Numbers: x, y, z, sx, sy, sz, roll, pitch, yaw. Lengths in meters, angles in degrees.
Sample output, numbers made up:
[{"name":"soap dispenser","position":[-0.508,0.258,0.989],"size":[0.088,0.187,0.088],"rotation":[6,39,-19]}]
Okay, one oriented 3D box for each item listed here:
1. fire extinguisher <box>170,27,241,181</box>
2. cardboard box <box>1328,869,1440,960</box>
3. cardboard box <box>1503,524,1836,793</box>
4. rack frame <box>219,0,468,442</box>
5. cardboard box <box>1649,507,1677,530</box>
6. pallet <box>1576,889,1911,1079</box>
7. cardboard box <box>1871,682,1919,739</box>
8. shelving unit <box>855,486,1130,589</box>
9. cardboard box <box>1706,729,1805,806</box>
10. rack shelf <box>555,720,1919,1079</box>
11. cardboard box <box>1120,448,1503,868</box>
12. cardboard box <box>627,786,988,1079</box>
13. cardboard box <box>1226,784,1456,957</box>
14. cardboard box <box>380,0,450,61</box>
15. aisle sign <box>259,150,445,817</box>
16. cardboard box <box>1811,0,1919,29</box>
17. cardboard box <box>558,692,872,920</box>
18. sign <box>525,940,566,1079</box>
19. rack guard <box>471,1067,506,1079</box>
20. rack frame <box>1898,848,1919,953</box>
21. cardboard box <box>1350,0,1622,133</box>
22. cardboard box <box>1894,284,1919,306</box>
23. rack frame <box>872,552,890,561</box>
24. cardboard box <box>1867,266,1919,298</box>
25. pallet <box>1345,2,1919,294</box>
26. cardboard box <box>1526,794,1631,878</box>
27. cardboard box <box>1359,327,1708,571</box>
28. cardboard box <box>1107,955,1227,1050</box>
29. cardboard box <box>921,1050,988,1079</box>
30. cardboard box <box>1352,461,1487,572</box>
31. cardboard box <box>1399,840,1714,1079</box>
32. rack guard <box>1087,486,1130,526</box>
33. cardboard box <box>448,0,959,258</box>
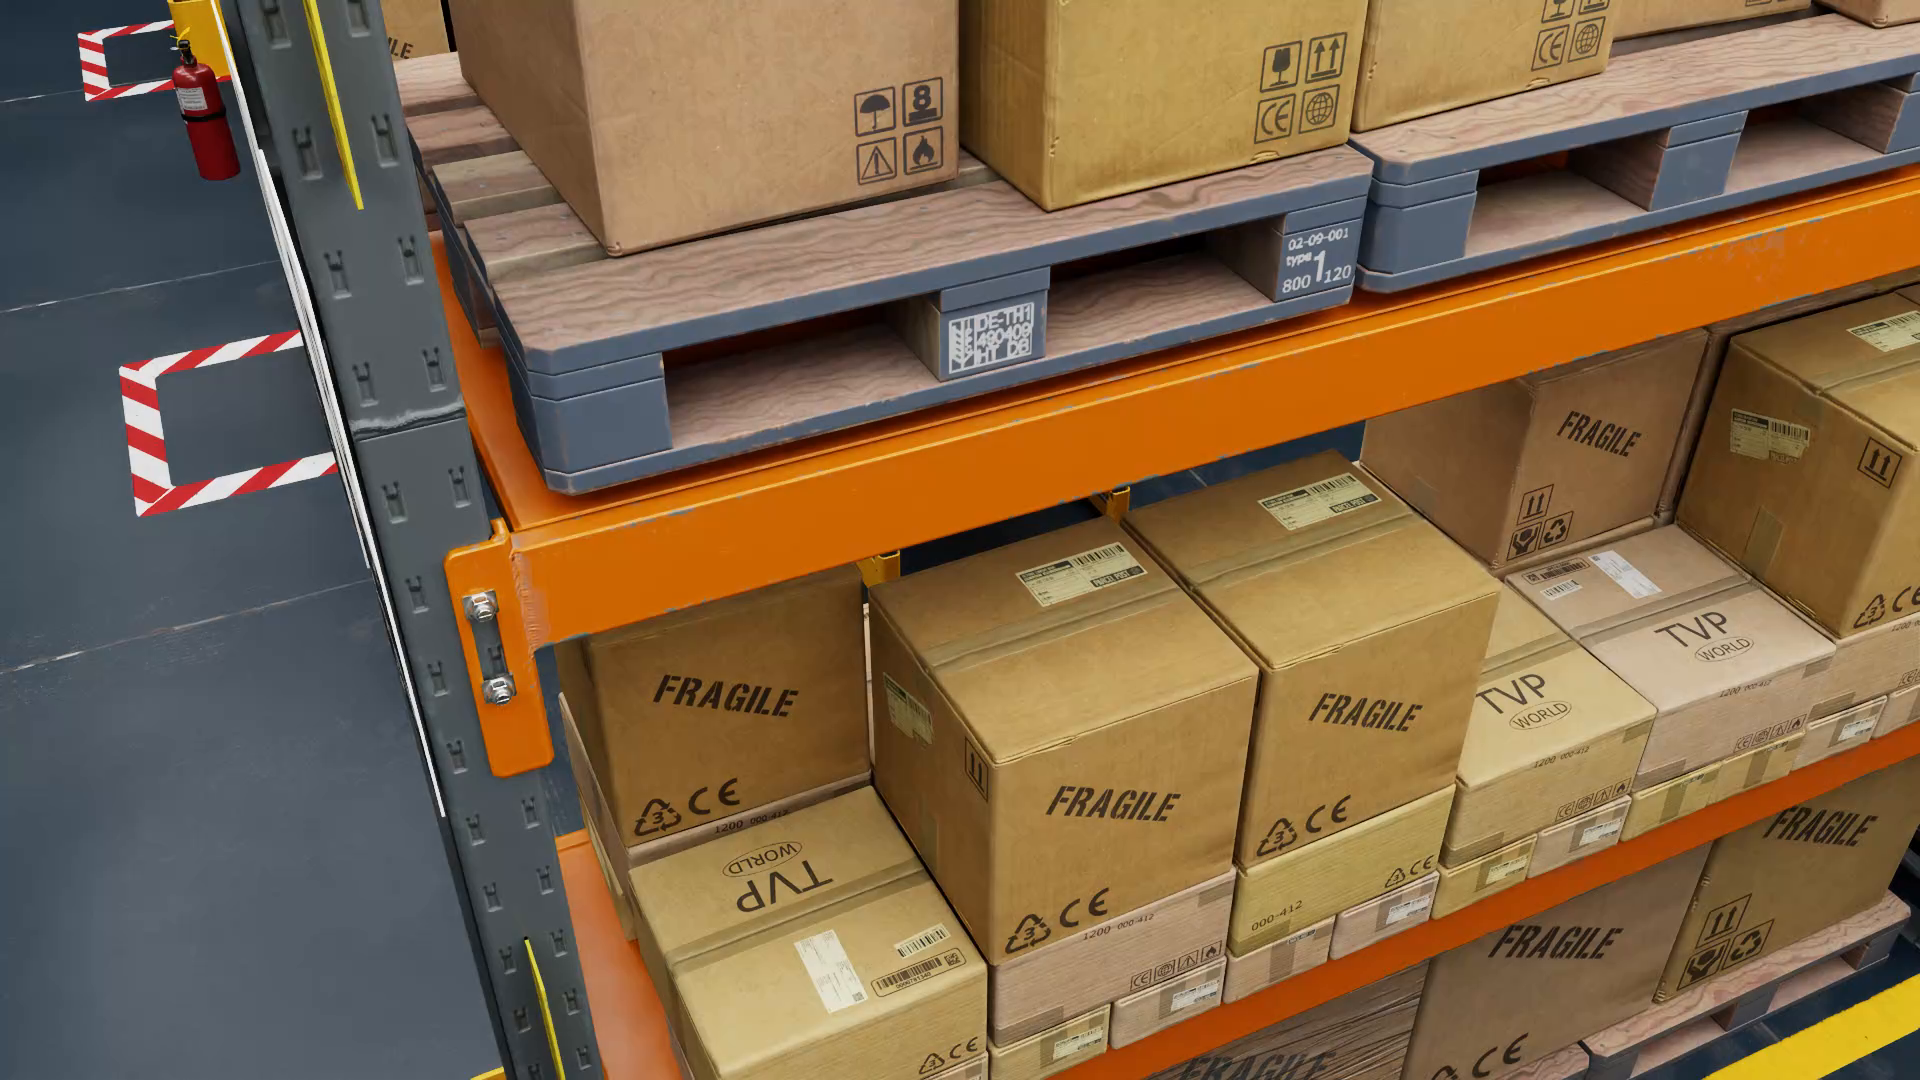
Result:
[{"name":"fire extinguisher","position":[-3.274,-1.895,7.165],"size":[0.183,0.674,0.296],"rotation":[-16,39,-20]},{"name":"cardboard box","position":[0.791,0.672,3.537],"size":[0.250,0.149,0.380],"rotation":[-16,39,-20]},{"name":"cardboard box","position":[1.570,0.253,3.767],"size":[0.500,0.250,0.500],"rotation":[-15,39,-19]},{"name":"rack frame","position":[-0.834,-1.600,1.353],"size":[0.127,3.000,1.000],"rotation":[-16,39,-20]},{"name":"cardboard box","position":[1.798,-0.161,4.325],"size":[0.500,0.250,0.500],"rotation":[-16,39,-20]},{"name":"pallet","position":[2.066,1.068,5.133],"size":[1.213,0.211,1.003],"rotation":[-16,39,-20]},{"name":"cardboard box","position":[2.185,0.282,4.062],"size":[0.250,0.149,0.380],"rotation":[-16,40,-21]},{"name":"shelving unit","position":[0.069,-0.622,6.329],"size":[1.083,1.500,0.587],"rotation":[-16,39,-20]},{"name":"cardboard box","position":[1.719,0.413,3.886],"size":[0.250,0.149,0.380],"rotation":[-15,39,-19]},{"name":"rack shelf","position":[0.977,0.593,4.037],"size":[4.000,0.370,1.077],"rotation":[-16,39,-20]},{"name":"cardboard box","position":[0.635,0.213,3.192],"size":[0.500,0.500,0.500],"rotation":[-17,40,-21]},{"name":"cardboard box","position":[-0.284,0.775,3.064],"size":[0.500,0.250,0.500],"rotation":[-17,40,-21]},{"name":"cardboard box","position":[0.640,0.514,3.415],"size":[0.500,0.250,0.500],"rotation":[-17,40,-21]},{"name":"cardboard box","position":[-2.326,-2.015,6.615],"size":[0.500,0.500,0.500],"rotation":[-14,39,-18]},{"name":"aisle sign","position":[-0.771,-0.054,2.123],"size":[0.004,0.787,0.394],"rotation":[-16,39,-20]},{"name":"cardboard box","position":[1.616,-1.292,2.936],"size":[0.500,0.500,0.700],"rotation":[-14,39,-18]},{"name":"cardboard box","position":[-0.508,0.485,3.455],"size":[0.500,0.250,0.500],"rotation":[-16,40,-21]},{"name":"sign","position":[-0.603,0.731,2.453],"size":[0.005,0.325,0.100],"rotation":[-16,39,-20]},{"name":"rack guard","position":[-0.855,1.820,3.877],"size":[0.348,0.500,1.175],"rotation":[-16,39,-20]},{"name":"rack frame","position":[2.787,-0.203,4.505],"size":[0.127,3.000,1.000],"rotation":[-16,39,-20]},{"name":"cardboard box","position":[0.622,-1.039,2.594],"size":[0.500,0.500,0.700],"rotation":[-18,40,-23]},{"name":"cardboard box","position":[2.485,-0.302,3.887],"size":[0.500,0.500,0.500],"rotation":[-15,39,-19]},{"name":"rack frame","position":[-0.383,-0.495,6.159],"size":[0.032,1.500,0.500],"rotation":[-16,39,-20]},{"name":"cardboard box","position":[2.245,-0.580,4.260],"size":[0.500,0.500,0.500],"rotation":[-16,39,-20]},{"name":"pallet","position":[0.940,-0.864,2.953],"size":[1.213,0.211,1.003],"rotation":[-16,39,-20]},{"name":"cardboard box","position":[1.257,0.541,3.713],"size":[0.250,0.149,0.380],"rotation":[-15,39,-19]},{"name":"cardboard box","position":[1.327,-0.325,3.917],"size":[0.500,0.500,0.500],"rotation":[-17,40,-21]},{"name":"cardboard box","position":[0.327,0.802,3.362],"size":[0.250,0.149,0.380],"rotation":[-16,40,-21]},{"name":"cardboard box","position":[-0.140,0.933,3.185],"size":[0.250,0.149,0.380],"rotation":[-16,40,-21]},{"name":"cardboard box","position":[0.882,0.094,3.982],"size":[0.500,0.250,0.500],"rotation":[-16,39,-20]},{"name":"cardboard box","position":[1.341,0.834,4.539],"size":[0.875,0.875,0.875],"rotation":[-16,39,-20]},{"name":"rack guard","position":[0.520,-0.246,6.871],"size":[0.087,0.250,0.587],"rotation":[-16,39,-20]},{"name":"cardboard box","position":[-0.386,-0.804,2.278],"size":[0.500,0.500,0.700],"rotation":[-18,40,-23]}]
